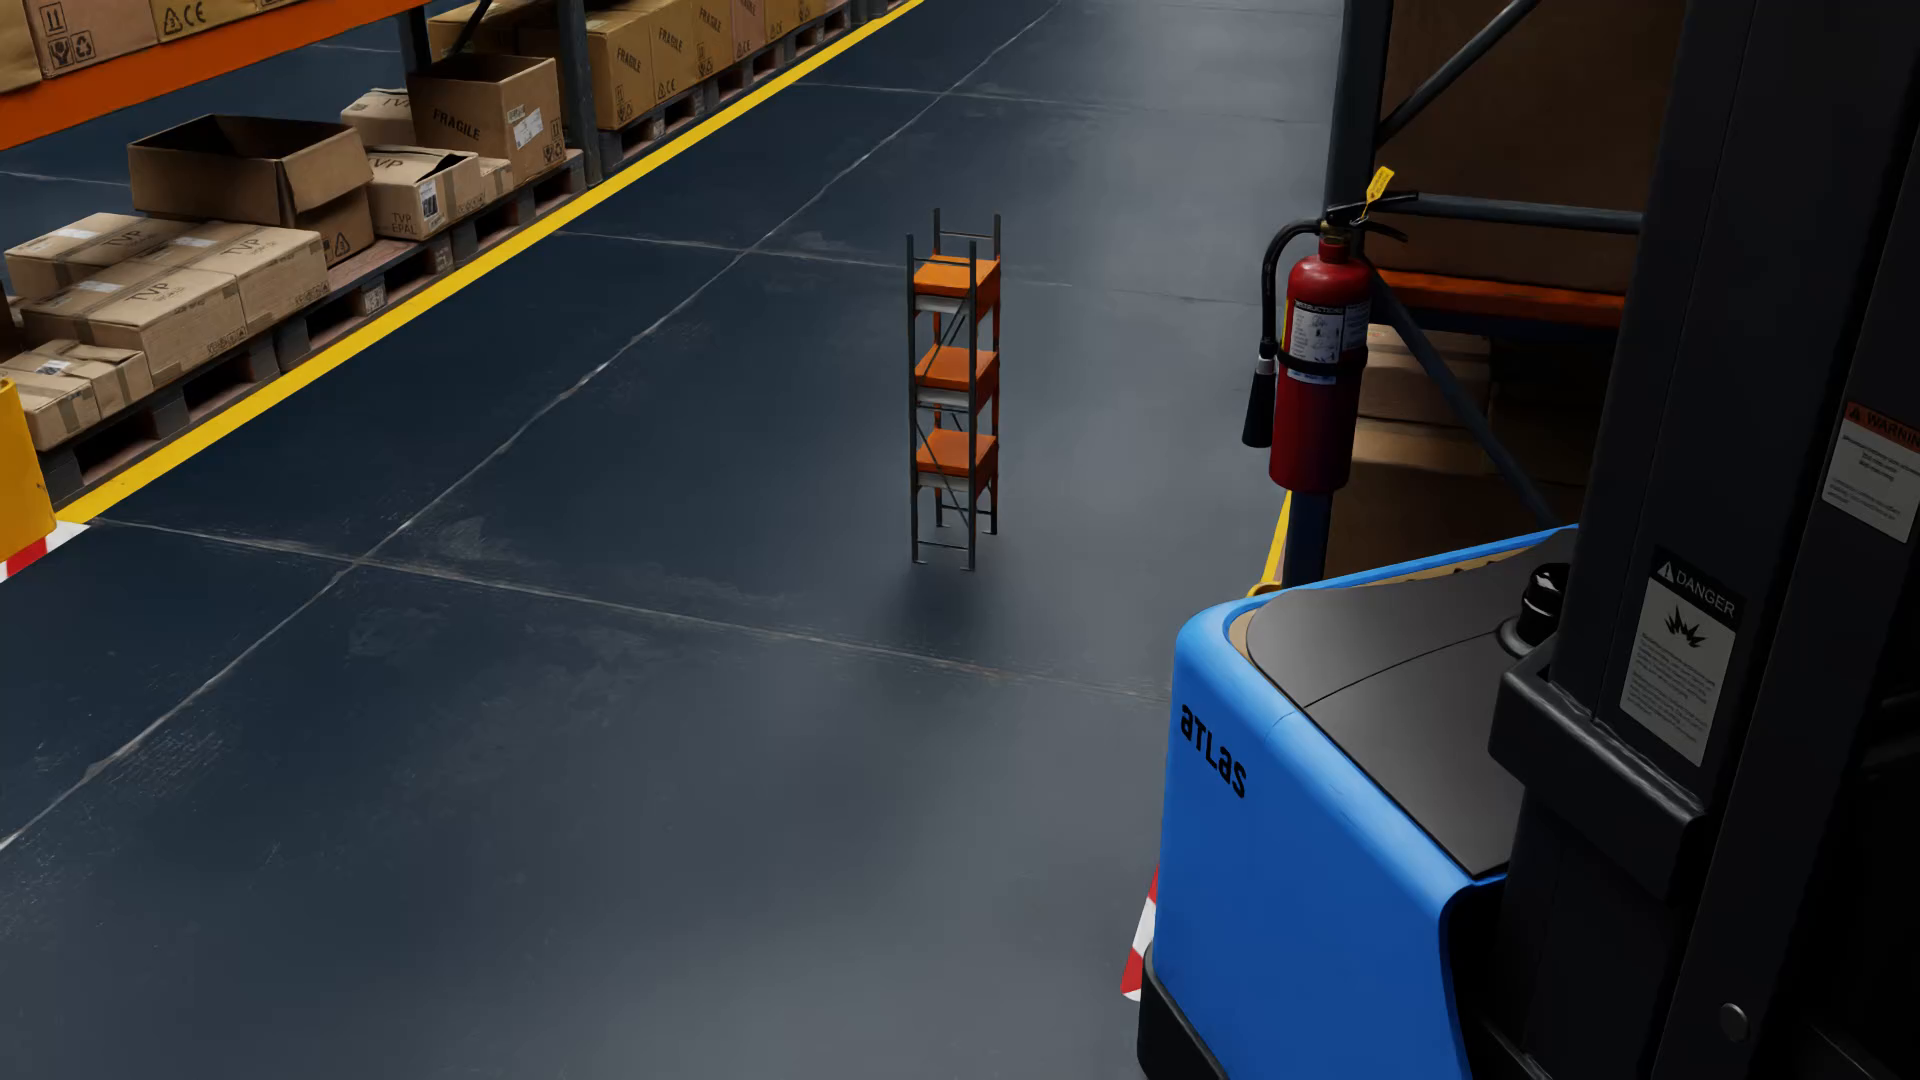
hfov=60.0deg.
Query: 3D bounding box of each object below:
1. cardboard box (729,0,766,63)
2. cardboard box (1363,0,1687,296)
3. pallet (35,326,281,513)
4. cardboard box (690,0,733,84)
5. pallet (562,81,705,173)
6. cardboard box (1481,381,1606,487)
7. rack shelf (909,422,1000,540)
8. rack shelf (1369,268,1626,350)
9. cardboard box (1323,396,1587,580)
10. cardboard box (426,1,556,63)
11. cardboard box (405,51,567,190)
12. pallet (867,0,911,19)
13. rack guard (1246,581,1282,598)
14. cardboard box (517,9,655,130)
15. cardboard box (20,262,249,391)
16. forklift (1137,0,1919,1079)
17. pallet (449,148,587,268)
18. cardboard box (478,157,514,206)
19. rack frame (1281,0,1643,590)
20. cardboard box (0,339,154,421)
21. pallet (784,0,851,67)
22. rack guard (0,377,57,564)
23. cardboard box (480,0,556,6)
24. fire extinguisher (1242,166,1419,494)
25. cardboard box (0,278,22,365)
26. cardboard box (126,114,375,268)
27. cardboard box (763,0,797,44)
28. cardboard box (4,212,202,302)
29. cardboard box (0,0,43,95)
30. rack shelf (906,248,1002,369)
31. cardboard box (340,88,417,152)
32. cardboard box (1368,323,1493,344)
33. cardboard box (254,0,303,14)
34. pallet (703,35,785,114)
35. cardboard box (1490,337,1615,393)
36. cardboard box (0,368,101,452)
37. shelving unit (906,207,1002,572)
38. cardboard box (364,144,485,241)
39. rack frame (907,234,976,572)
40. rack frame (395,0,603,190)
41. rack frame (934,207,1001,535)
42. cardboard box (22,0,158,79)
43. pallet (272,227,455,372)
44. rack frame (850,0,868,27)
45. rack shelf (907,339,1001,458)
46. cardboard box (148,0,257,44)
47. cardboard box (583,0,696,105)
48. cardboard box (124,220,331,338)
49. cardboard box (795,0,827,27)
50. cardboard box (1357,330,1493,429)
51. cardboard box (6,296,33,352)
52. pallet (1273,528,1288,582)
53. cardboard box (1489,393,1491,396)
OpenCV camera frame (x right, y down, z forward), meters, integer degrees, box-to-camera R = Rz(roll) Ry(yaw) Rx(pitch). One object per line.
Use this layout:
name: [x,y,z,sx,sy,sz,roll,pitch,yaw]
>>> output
cardboard box: [-1.508,-3.199,10.033,0.500,0.500,0.500,7,30,13]
cardboard box: [1.371,-0.999,3.651,0.980,0.700,0.700,10,31,17]
pallet: [-3.250,-0.522,5.971,1.003,0.211,1.213,8,30,15]
cardboard box: [-1.657,-2.964,9.611,0.500,0.500,0.500,9,30,15]
pallet: [-2.129,-2.358,9.272,1.003,0.211,1.213,8,30,15]
cardboard box: [1.495,-0.257,4.098,0.380,0.149,0.250,9,30,15]
rack shelf: [-0.016,-0.182,5.090,0.215,0.259,0.240,8,30,15]
rack shelf: [1.818,-1.244,5.141,1.077,0.370,4.000,8,30,15]
cardboard box: [1.341,-0.060,4.412,0.700,0.500,0.500,8,30,15]
cardboard box: [-2.461,-2.563,8.891,0.500,0.500,0.500,8,30,15]
cardboard box: [-2.228,-1.988,7.857,0.500,0.500,0.500,8,30,15]
pallet: [-0.879,-4.211,12.602,1.003,0.211,1.213,8,30,15]
rack guard: [1.224,0.474,3.883,1.175,0.500,0.348,8,30,15]
cardboard box: [-1.957,-2.483,8.747,0.500,0.500,0.500,7,30,13]
cardboard box: [-2.928,-0.770,5.924,0.500,0.250,0.500,8,30,15]
forklift: [1.376,0.352,1.601,1.130,2.935,3.031,-11,31,-19]
pallet: [-2.534,-1.656,8.009,1.003,0.211,1.213,8,30,15]
cardboard box: [-2.280,-1.652,7.613,0.380,0.149,0.250,8,30,15]
rack frame: [1.231,-0.629,3.296,1.000,3.000,0.127,8,30,15]
cardboard box: [-2.981,-0.550,5.616,0.380,0.166,0.250,8,30,15]
pallet: [-1.413,-3.492,11.310,1.003,0.211,1.213,8,30,15]
rack guard: [-3.483,-0.277,5.234,1.175,0.500,0.348,8,30,15]
cardboard box: [-2.308,-2.792,9.302,0.500,0.500,0.500,9,30,15]
fire extinguisher: [0.746,-0.428,3.398,0.296,0.674,0.183,8,30,15]
cardboard box: [-3.582,-0.722,5.581,0.500,0.500,0.500,8,30,15]
cardboard box: [-2.878,-1.421,6.834,0.797,0.503,0.637,8,30,15]
cardboard box: [-1.360,-3.444,10.473,0.500,0.500,0.500,7,30,13]
cardboard box: [-3.274,-1.050,6.428,0.500,0.250,0.500,8,30,15]
cardboard box: [-3.123,-1.547,4.842,0.500,0.500,0.500,9,30,16]
rack shelf: [-0.016,-0.673,4.817,0.215,0.259,0.240,8,30,15]
cardboard box: [-2.662,-2.046,8.156,0.500,0.311,0.500,8,30,15]
cardboard box: [1.279,-0.548,4.622,0.380,0.149,0.250,9,30,16]
cardboard box: [-2.679,-2.252,6.110,0.500,0.500,0.500,9,30,16]
pallet: [-1.773,-2.927,10.294,1.003,0.211,1.213,8,30,15]
cardboard box: [1.643,-0.492,4.522,0.380,0.149,0.250,9,30,15]
cardboard box: [-3.054,-0.426,5.411,0.380,0.149,0.250,8,30,15]
shelving unit: [-0.016,-0.434,4.950,0.215,1.050,0.252,8,30,15]
cardboard box: [-2.448,-1.557,7.276,0.500,0.311,0.500,8,30,15]
rack frame: [-0.052,-0.377,4.848,0.200,1.050,0.008,8,30,15]
rack frame: [-2.332,-3.193,7.905,1.000,3.000,0.127,8,30,15]
rack frame: [0.020,-0.491,5.052,0.200,1.050,0.008,8,30,15]
cardboard box: [-2.977,-1.787,5.274,0.500,0.500,0.500,8,30,14]
pallet: [-2.890,-1.087,6.987,1.003,0.211,1.213,8,30,15]
rack frame: [-1.157,-5.052,11.246,1.000,3.000,0.127,8,30,15]
rack shelf: [-0.016,-0.425,4.955,0.215,0.259,0.240,8,30,15]
cardboard box: [-2.827,-2.020,5.693,0.500,0.500,0.500,8,30,15]
cardboard box: [-1.811,-2.733,9.196,0.500,0.500,0.500,9,30,16]
cardboard box: [-2.781,-1.002,6.342,0.500,0.250,0.500,8,30,15]
cardboard box: [-1.208,-3.684,10.906,0.500,0.500,0.500,10,31,17]
cardboard box: [1.204,-0.429,4.408,0.380,0.149,0.250,8,30,14]
cardboard box: [-3.377,-0.752,5.978,0.380,0.166,0.250,8,30,15]
pallet: [1.391,0.207,4.662,1.003,0.211,1.213,8,30,15]
cardboard box: [1.488,-0.293,4.830,0.700,0.500,0.500,8,30,15]
